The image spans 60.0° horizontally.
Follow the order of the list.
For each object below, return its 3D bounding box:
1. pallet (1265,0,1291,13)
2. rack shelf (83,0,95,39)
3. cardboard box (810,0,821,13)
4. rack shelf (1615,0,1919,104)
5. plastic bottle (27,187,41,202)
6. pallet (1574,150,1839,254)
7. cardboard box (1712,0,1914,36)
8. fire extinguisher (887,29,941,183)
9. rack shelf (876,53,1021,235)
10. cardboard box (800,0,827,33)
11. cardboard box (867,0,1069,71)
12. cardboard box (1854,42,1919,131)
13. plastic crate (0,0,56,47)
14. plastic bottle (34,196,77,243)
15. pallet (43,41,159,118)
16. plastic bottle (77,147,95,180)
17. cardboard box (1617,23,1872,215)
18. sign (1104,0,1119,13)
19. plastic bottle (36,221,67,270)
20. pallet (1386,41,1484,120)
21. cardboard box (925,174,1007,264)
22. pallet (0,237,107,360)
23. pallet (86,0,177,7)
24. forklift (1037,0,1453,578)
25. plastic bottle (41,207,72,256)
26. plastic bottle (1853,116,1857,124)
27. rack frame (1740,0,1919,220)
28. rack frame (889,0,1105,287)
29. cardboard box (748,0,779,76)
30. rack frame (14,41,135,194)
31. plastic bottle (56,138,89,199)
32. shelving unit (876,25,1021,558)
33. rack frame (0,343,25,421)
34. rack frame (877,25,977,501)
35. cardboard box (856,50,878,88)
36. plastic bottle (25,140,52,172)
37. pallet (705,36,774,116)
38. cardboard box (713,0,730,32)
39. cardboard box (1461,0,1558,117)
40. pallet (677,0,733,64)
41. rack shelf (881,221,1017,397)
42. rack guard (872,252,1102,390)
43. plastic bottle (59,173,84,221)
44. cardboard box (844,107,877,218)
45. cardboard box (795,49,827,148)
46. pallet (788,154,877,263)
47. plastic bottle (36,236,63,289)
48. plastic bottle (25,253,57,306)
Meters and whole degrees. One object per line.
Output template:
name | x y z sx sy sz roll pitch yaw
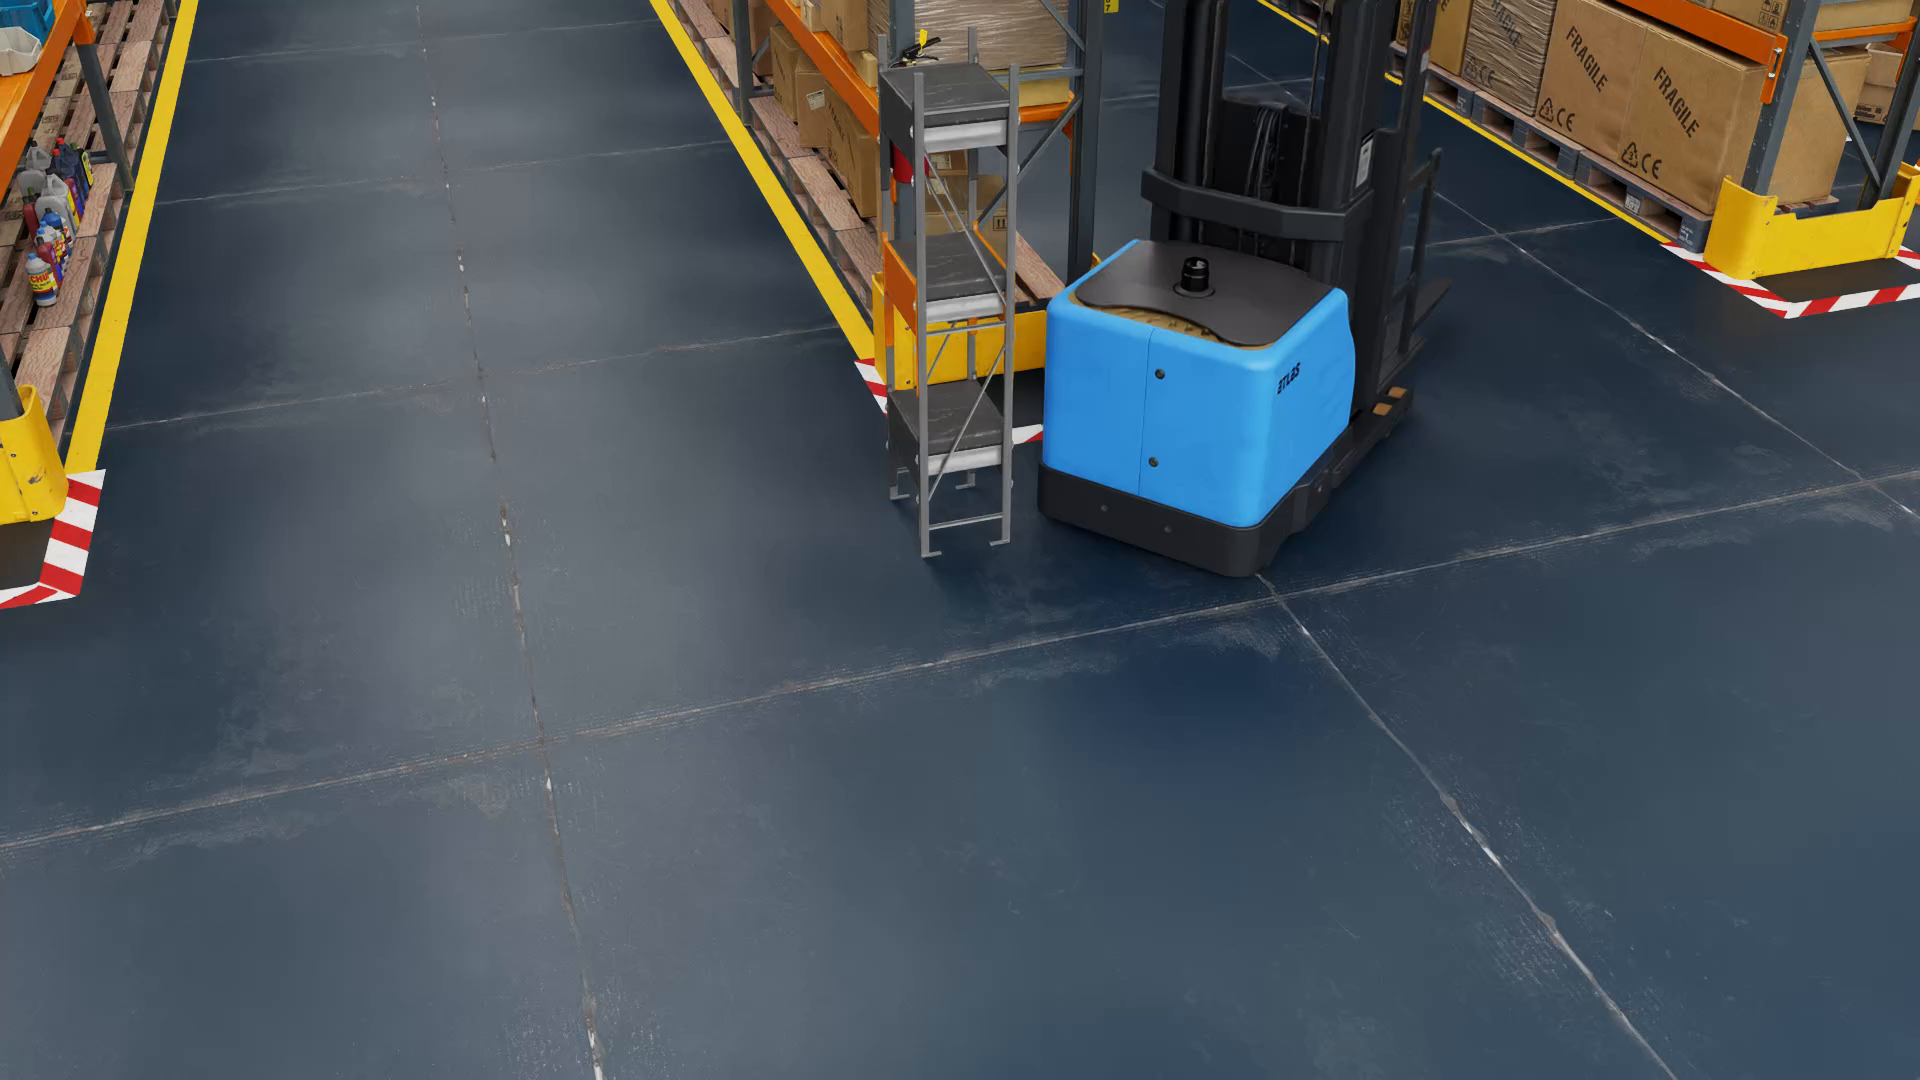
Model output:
pallet | 3.025 -4.899 14.472 1.003 0.211 1.213 -10 35 -15
rack shelf | -6.373 -4.164 11.483 1.077 0.370 4.000 -10 35 -15
cardboard box | -0.346 -3.118 8.887 0.875 0.500 0.500 -10 35 -15
rack shelf | 4.318 -3.678 10.747 1.077 0.370 4.000 -10 35 -15
plastic bottle | -5.225 -1.874 9.429 0.061 0.283 0.133 -10 35 -15
pallet | 4.610 -2.171 10.344 1.003 0.211 1.213 -10 35 -15
cardboard box | 4.772 -3.178 9.202 0.875 0.550 0.550 -10 35 -15
fire extinguisher | -0.230 -1.977 7.591 0.296 0.674 0.183 -10 35 -15
rack shelf | -0.050 -1.536 6.424 0.431 0.518 0.480 -10 35 -15
cardboard box | -0.667 -2.927 9.186 0.380 0.149 0.250 -10 35 -15
cardboard box | 0.032 -2.606 8.112 0.875 0.500 0.500 -10 35 -15
cardboard box | 6.665 -3.268 11.739 0.637 0.503 0.797 19 38 26
plastic crate | -5.167 -2.817 8.926 0.499 0.251 0.616 -10 35 -15
plastic bottle | -5.090 -1.815 9.348 0.152 0.276 0.135 -9 35 -14
pallet | -6.416 -3.298 12.050 1.003 0.211 1.213 -10 35 -15
plastic bottle | -5.356 -2.292 10.137 0.097 0.201 0.097 0 33 0
cardboard box | 4.658 -2.561 9.952 0.875 0.875 0.875 -10 35 -14
sign | 0.690 -2.599 7.677 0.100 0.325 0.005 -10 35 -15
plastic bottle | -4.935 -1.596 9.020 0.097 0.271 0.097 0 33 0
pallet | 3.865 -3.452 12.283 1.003 0.211 1.213 -10 35 -15
cardboard box | -0.001 -1.610 8.852 0.500 0.500 0.500 -4 34 -6
pallet | -5.222 -1.249 8.949 1.003 0.211 1.213 -10 35 -15
pallet | -7.264 -4.758 14.258 1.003 0.211 1.213 -10 35 -15
forklift | 1.559 -1.843 7.380 1.130 2.935 3.031 19 38 27
plastic bottle | -4.996 -1.702 9.181 0.097 0.271 0.097 0 33 0
plastic bottle | 6.142 -2.978 11.701 0.133 0.061 0.283 -23 40 -31
rack frame | 4.928 -2.928 8.960 1.000 3.000 0.127 -10 35 -15
rack frame | 0.174 -2.147 7.778 1.000 3.000 0.127 -10 35 -15
cardboard box | -1.213 -3.714 12.017 0.700 0.500 0.500 -13 36 -18
rack frame | -5.763 -3.414 9.696 1.000 3.000 0.127 -10 35 -15
plastic bottle | -5.292 -2.203 9.866 0.144 0.351 0.185 -11 35 -16
shelving unit | -0.050 -0.963 6.803 0.431 2.100 0.503 -10 35 -15
rack frame | -4.543 -1.314 6.517 1.000 3.000 0.127 -10 35 -15
rack frame | -0.125 -1.091 6.997 0.400 2.100 0.015 -10 35 -15
cardboard box | -0.311 -2.411 8.405 0.380 0.149 0.250 -10 35 -15
plastic bottle | -5.430 -2.178 9.830 0.144 0.351 0.185 -10 35 -15
pallet | -1.285 -3.492 12.343 1.003 0.211 1.213 -10 35 -15
cardboard box | -1.512 -4.261 12.845 0.700 0.500 0.500 -13 36 -19
cardboard box | 4.112 -3.502 11.375 0.875 0.875 0.875 -10 35 -14
pallet | -1.661 -4.134 13.314 1.003 0.211 1.213 -10 35 -15
rack shelf | -0.050 -0.952 6.810 0.431 0.518 0.480 -10 35 -15
rack guard | 0.151 -1.144 8.527 1.175 0.500 0.348 -10 35 -15
plastic bottle | -5.144 -1.995 9.614 0.061 0.283 0.133 -8 34 -12
cardboard box | -0.389 -2.250 9.820 0.500 0.500 0.500 -7 34 -10
cardboard box | -0.781 -2.863 10.748 0.500 0.500 0.500 0 33 1
pallet | -0.432 -2.095 10.229 1.003 0.211 1.213 -10 35 -15
plastic bottle | -4.851 -1.490 8.849 0.061 0.283 0.133 -9 35 -14
plastic bottle | -4.799 -1.363 8.668 0.097 0.271 0.097 0 33 0
